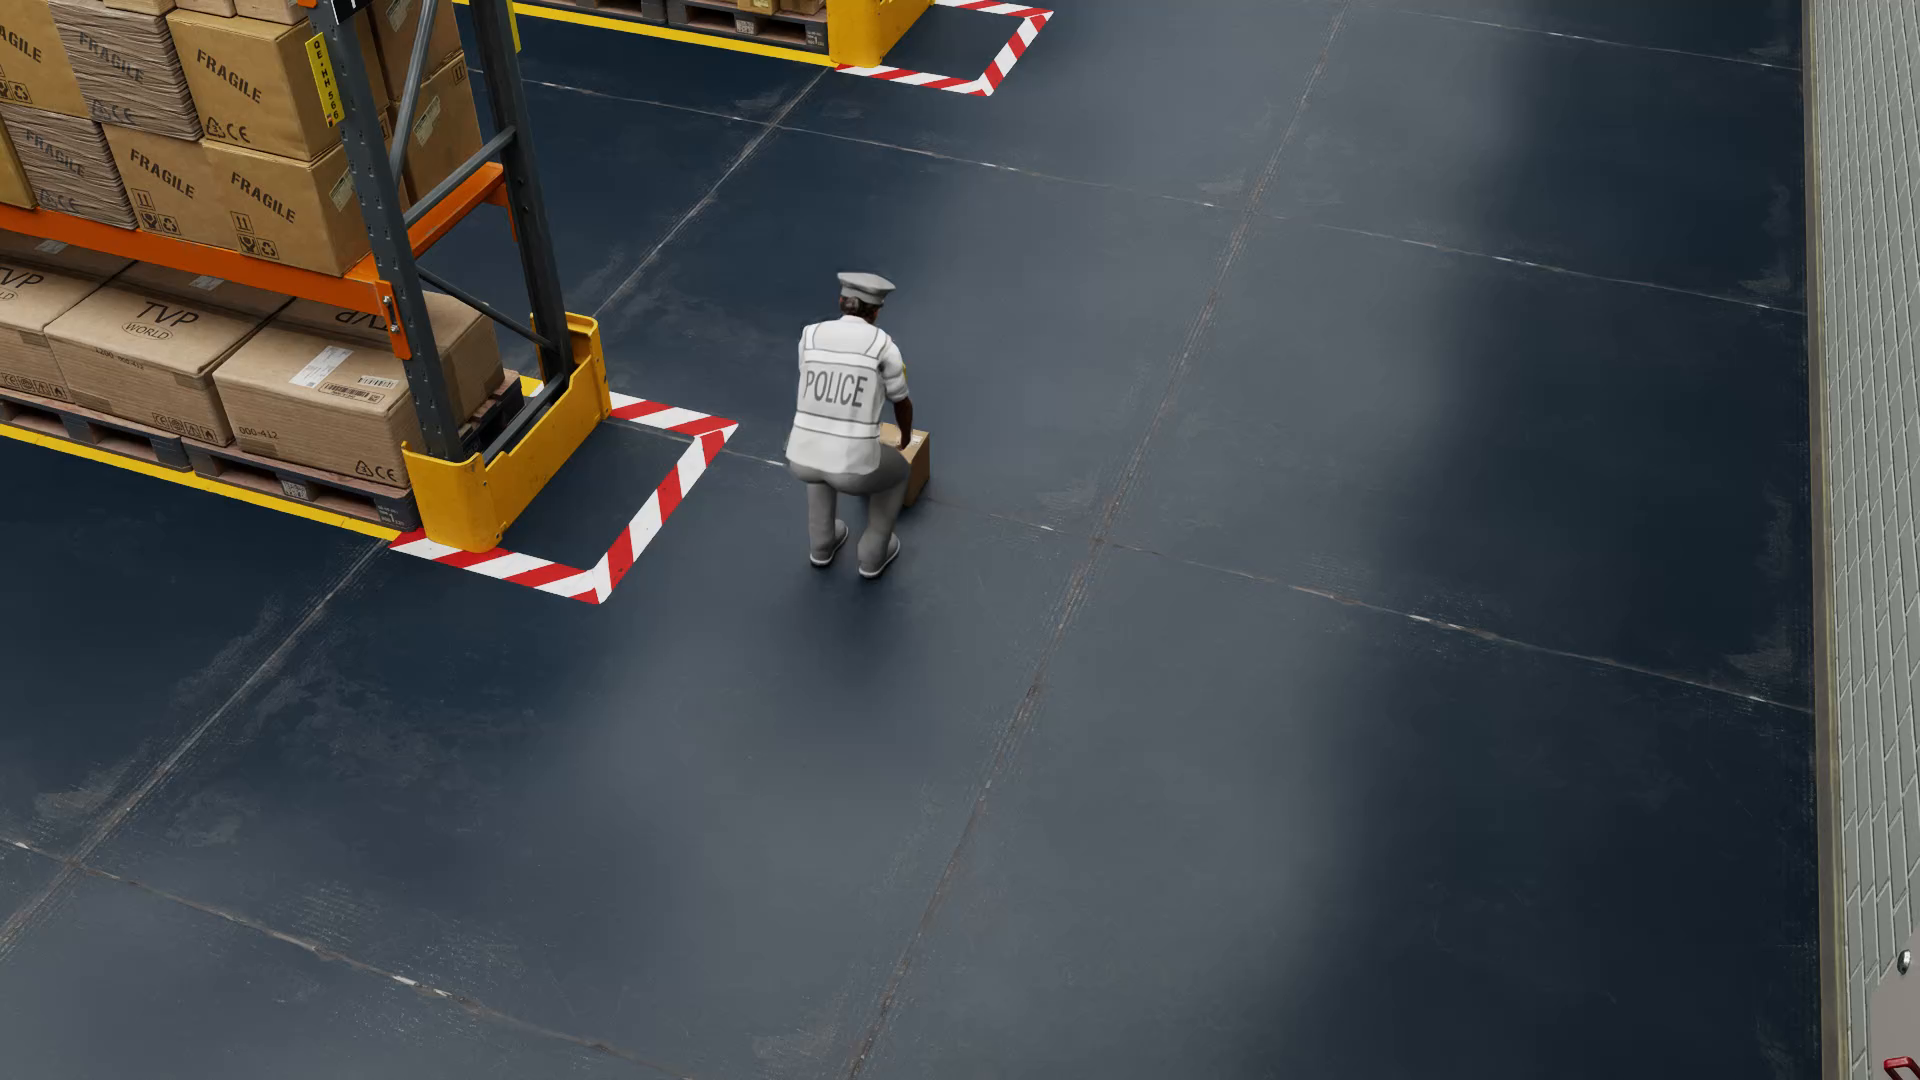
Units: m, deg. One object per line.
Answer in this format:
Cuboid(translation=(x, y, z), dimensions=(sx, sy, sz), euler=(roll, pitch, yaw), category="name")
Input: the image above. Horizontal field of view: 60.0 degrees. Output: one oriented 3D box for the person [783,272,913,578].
Cuboid(translation=(-0.473, -0.467, 7.001), dimensions=(0.499, 1.246, 0.781), euler=(14, 44, 15), category="person")
